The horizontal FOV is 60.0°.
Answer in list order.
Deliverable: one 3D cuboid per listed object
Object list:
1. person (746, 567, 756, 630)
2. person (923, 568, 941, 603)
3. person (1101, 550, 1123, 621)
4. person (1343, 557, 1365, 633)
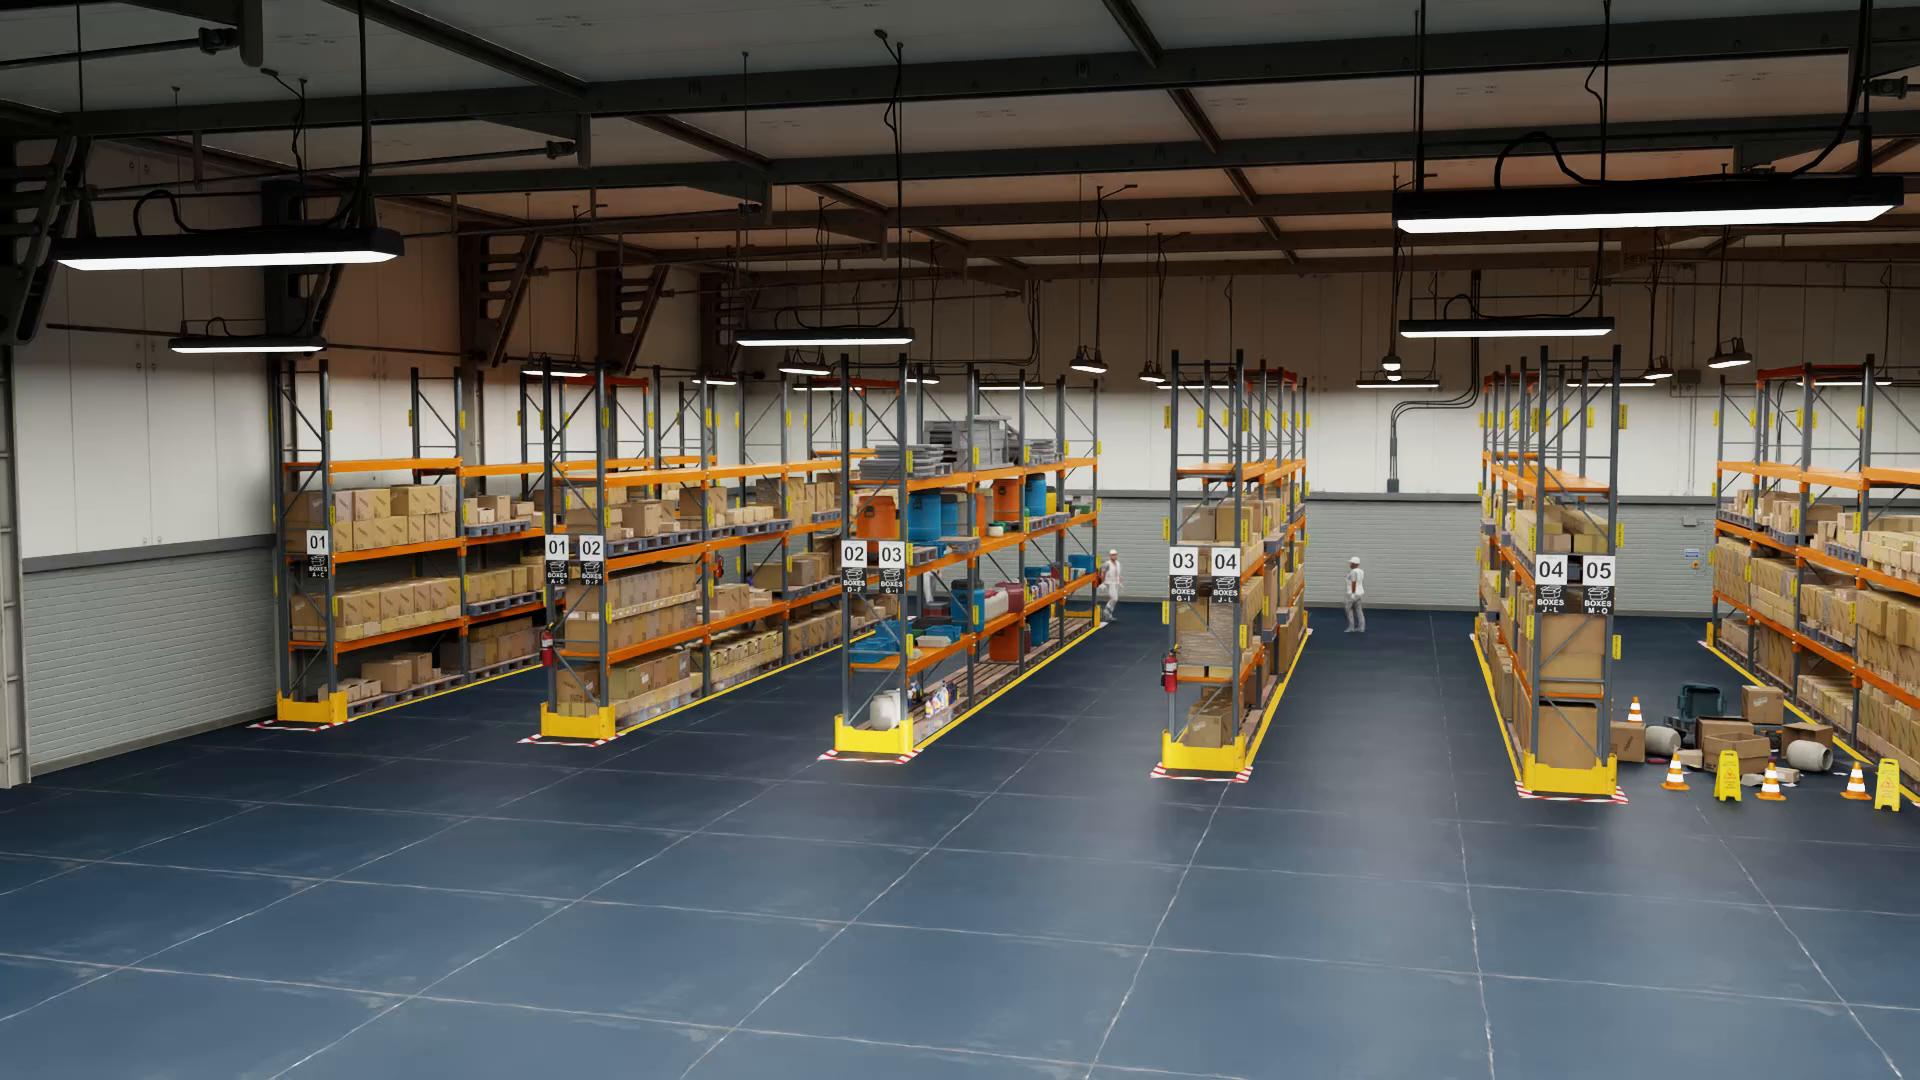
[{"bbox_3d":[-4.849,1.454,37.937,0.503,1.655,0.490,3,5,40],"label":"person"},{"bbox_3d":[-0.793,0.902,44.837,0.558,1.693,1.125,-1,4,-12],"label":"person"},{"bbox_3d":[3.804,1.122,41.241,0.465,1.777,0.522,4,5,41],"label":"person"},{"bbox_3d":[9.318,1.312,39.228,0.541,1.832,0.616,4,5,42],"label":"person"}]
